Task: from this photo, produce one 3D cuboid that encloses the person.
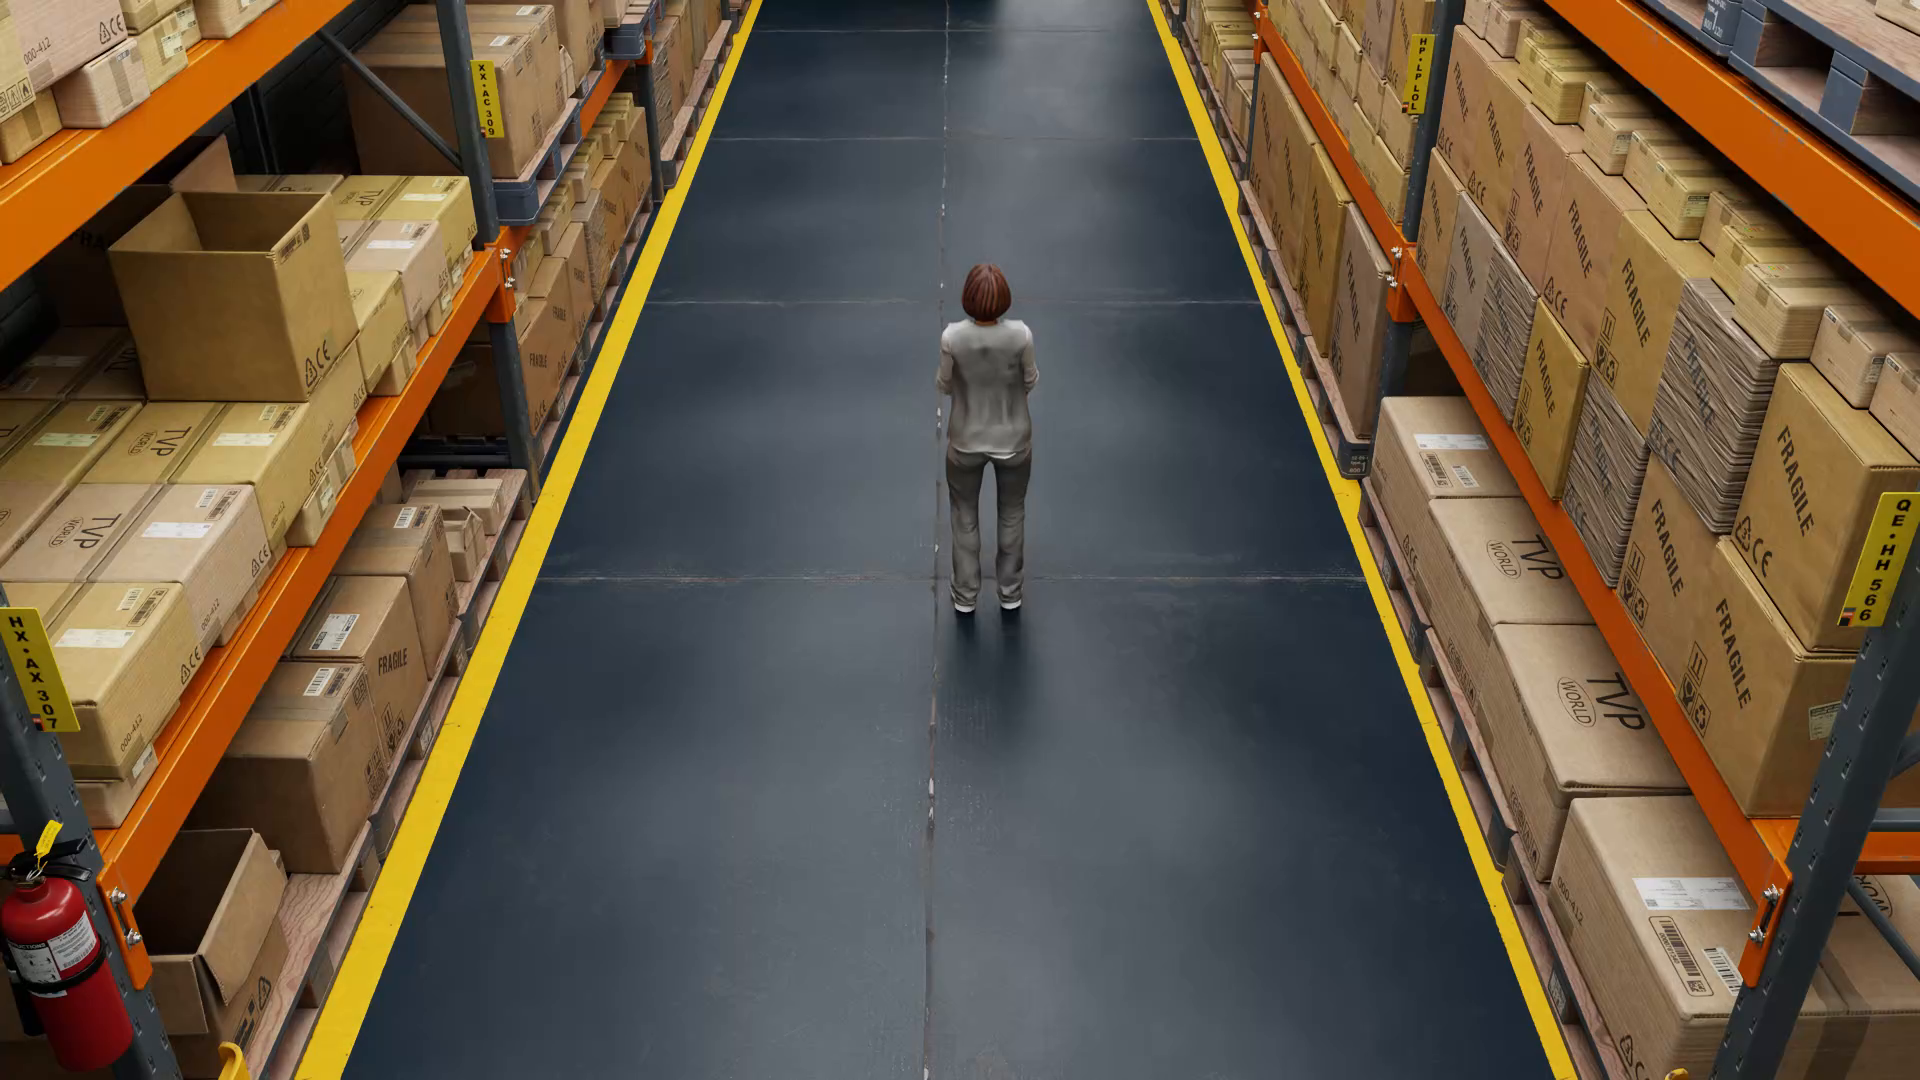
[{"bbox_3d":[0.111,-0.443,6.855,0.412,1.593,0.488,0,32,0],"label":"person"}]
